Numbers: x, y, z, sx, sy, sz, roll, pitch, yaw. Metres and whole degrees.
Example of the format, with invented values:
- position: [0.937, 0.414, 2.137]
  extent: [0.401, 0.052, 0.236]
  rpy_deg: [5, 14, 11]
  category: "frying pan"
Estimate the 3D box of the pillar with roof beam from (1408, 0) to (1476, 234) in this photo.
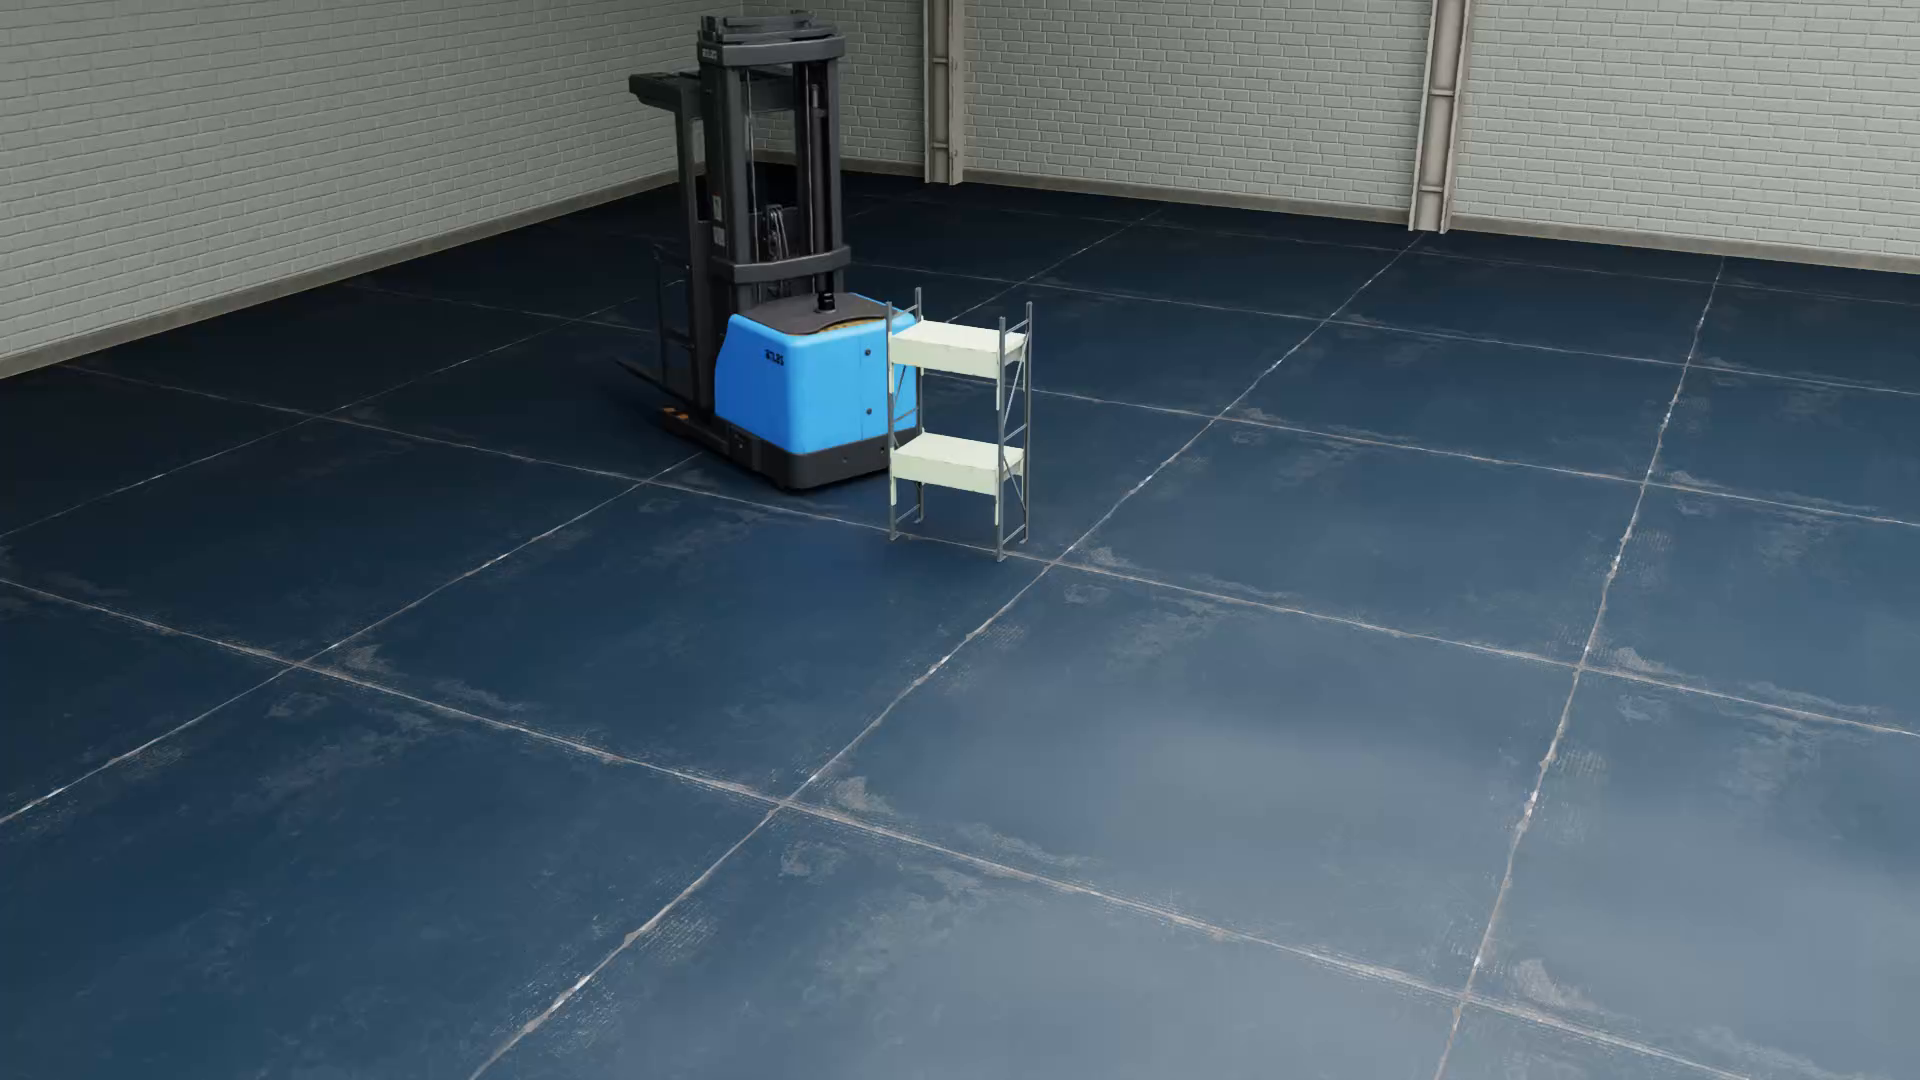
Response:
- position: [3.214, -6.057, 12.993]
  extent: [0.400, 9.000, 9.100]
  rpy_deg: [11, 25, 25]
  category: "pillar with roof beam"

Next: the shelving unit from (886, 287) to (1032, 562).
- position: [-0.006, -0.691, 9.959]
  extent: [0.755, 1.500, 0.431]
  rpy_deg: [11, 25, 25]
  category: "shelving unit"

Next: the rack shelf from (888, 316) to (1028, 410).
- position: [-0.006, -1.050, 9.807]
  extent: [0.720, 0.370, 0.431]
  rpy_deg: [11, 25, 25]
  category: "rack shelf"

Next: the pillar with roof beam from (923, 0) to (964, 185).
- position: [-2.141, -7.116, 15.485]
  extent: [0.400, 9.000, 9.100]
  rpy_deg: [11, 25, 25]
  category: "pillar with roof beam"

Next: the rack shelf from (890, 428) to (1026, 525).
- position: [-0.006, -0.391, 10.087]
  extent: [0.720, 0.370, 0.431]
  rpy_deg: [11, 25, 25]
  category: "rack shelf"

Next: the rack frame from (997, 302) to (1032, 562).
- position: [0.321, -0.627, 9.807]
  extent: [0.023, 1.500, 0.400]
  rpy_deg: [11, 25, 25]
  category: "rack frame"

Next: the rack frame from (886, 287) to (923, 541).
- position: [-0.333, -0.756, 10.111]
  extent: [0.023, 1.500, 0.400]
  rpy_deg: [11, 25, 25]
  category: "rack frame"

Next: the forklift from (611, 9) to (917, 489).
- position: [-1.559, -2.194, 11.664]
  extent: [1.130, 2.935, 3.031]
  rpy_deg: [-17, 28, -34]
  category: "forklift"
